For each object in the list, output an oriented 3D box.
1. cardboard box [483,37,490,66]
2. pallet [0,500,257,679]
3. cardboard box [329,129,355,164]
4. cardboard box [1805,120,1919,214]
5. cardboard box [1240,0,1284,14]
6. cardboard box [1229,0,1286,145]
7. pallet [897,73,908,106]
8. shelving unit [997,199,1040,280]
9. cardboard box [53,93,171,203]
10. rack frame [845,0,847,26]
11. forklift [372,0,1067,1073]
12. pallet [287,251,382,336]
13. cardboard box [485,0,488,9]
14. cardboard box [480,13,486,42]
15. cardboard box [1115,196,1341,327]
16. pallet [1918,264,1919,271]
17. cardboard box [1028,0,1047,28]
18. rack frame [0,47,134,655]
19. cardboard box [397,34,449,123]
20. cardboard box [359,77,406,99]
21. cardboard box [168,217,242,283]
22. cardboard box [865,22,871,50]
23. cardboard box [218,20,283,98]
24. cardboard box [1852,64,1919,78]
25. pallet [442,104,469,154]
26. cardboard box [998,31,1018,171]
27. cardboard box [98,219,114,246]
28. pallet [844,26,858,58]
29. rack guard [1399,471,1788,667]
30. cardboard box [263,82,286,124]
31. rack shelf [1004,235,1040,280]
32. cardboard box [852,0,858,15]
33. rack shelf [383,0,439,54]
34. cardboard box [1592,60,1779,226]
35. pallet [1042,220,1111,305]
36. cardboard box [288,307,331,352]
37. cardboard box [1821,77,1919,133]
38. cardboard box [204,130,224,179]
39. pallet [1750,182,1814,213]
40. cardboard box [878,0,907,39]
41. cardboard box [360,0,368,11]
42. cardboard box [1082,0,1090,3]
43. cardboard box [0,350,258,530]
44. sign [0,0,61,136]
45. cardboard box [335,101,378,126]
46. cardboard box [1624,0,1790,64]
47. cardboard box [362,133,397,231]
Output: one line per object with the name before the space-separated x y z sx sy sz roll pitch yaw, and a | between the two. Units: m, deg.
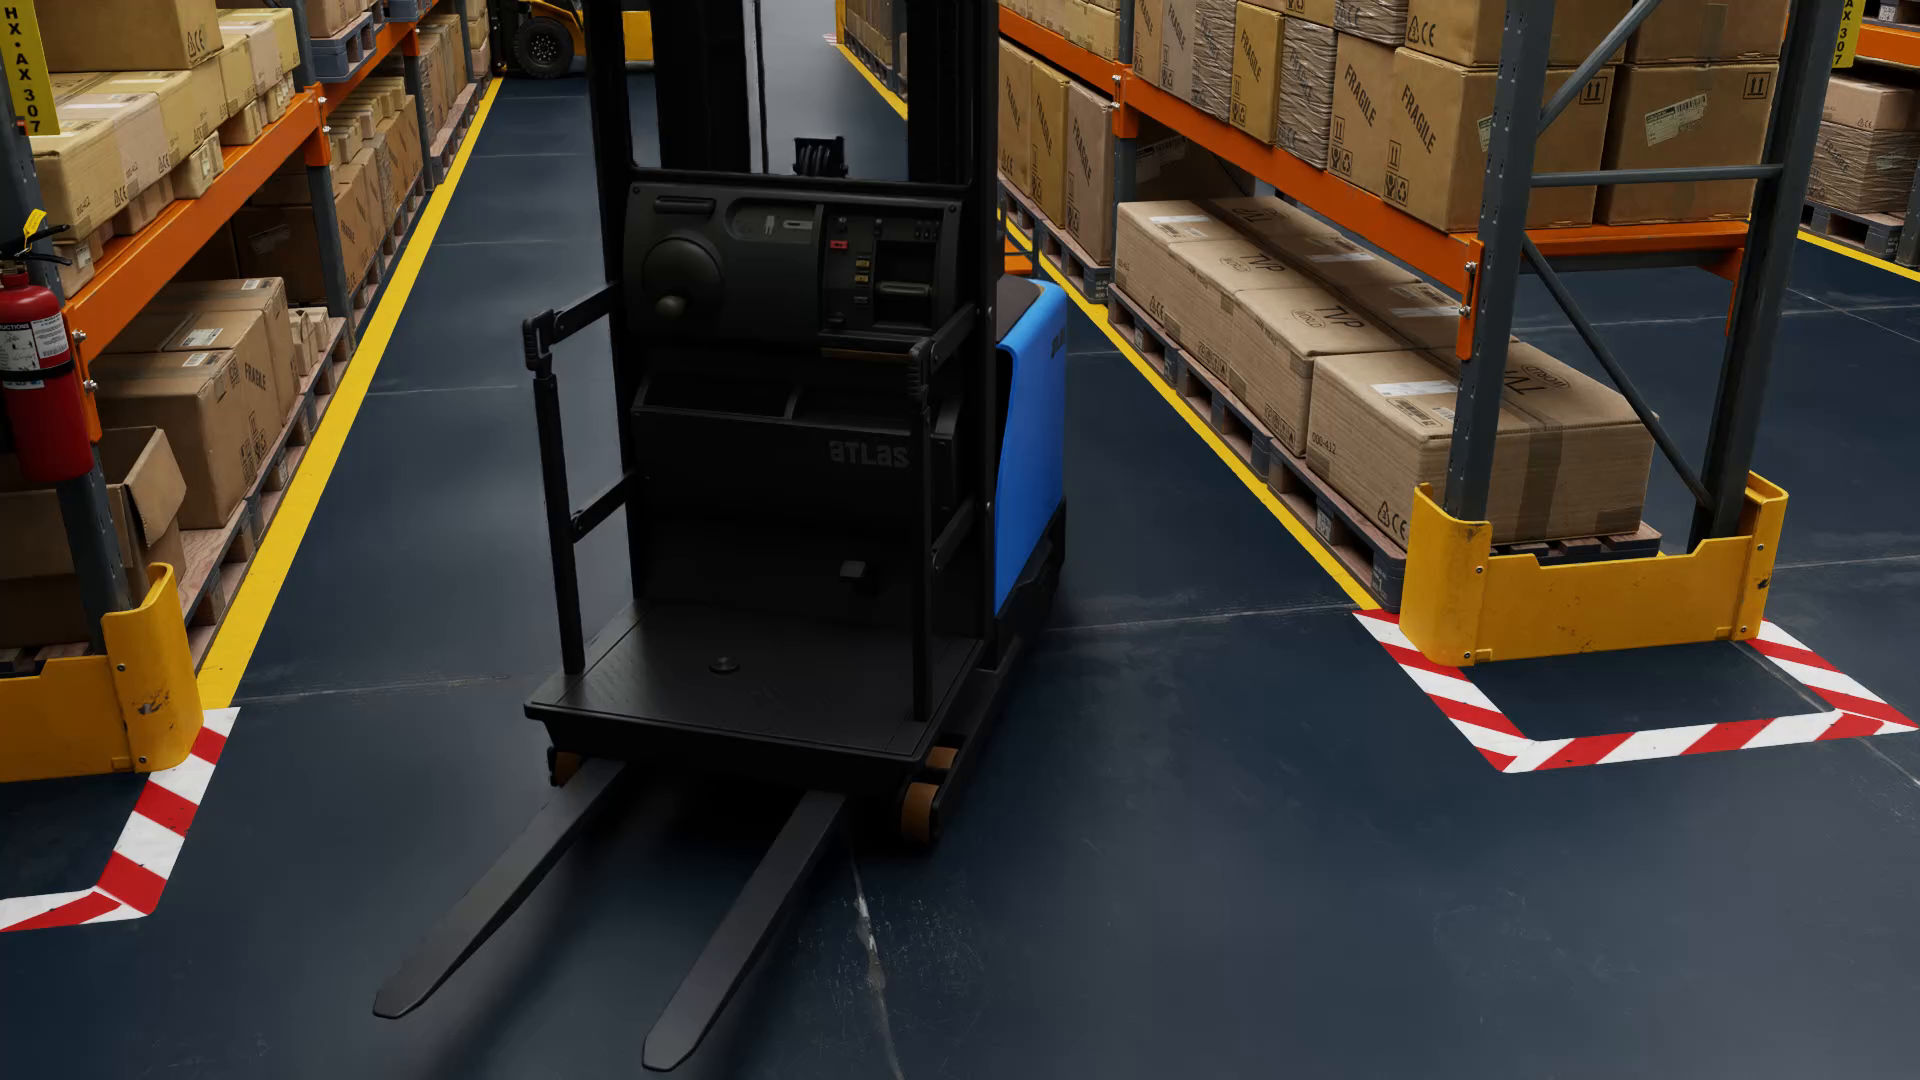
cardboard box | -4.908 -4.780 16.359 0.500 0.250 0.500 -5 24 -11
pallet | -2.978 0.220 5.483 1.003 0.211 1.213 -4 24 -10
cardboard box | -3.620 -2.204 9.337 0.380 0.149 0.250 -4 24 -10
cardboard box | 5.783 -2.382 10.555 0.500 0.500 0.500 -5 24 -11
cardboard box | 1.433 -2.356 6.522 0.500 0.500 0.500 -4 24 -10
cardboard box | 1.421 -1.902 6.732 0.500 0.500 0.500 -4 24 -8
pallet | -0.012 -4.219 15.647 1.003 0.211 1.213 -4 24 -10
shelving unit | 0.103 -0.601 6.127 0.258 1.200 0.503 -5 24 -11
cardboard box | -2.728 -1.179 5.017 0.500 0.250 0.500 -4 24 -9
rack frame | -0.897 -7.377 19.393 1.000 3.000 0.127 -4 24 -10
forklift | -0.505 -0.708 4.210 1.130 2.935 3.031 6 24 14
pallet | -3.743 -1.327 9.025 1.003 0.211 1.213 -4 24 -10
cardboard box | -5.004 -5.435 16.609 0.500 0.250 0.500 -3 24 -8
cardboard box | -4.916 -5.007 16.253 0.500 0.250 0.500 -4 24 -10
cardboard box | 1.332 -1.420 8.431 0.875 0.438 0.875 -5 24 -11
pallet | 6.327 -1.523 9.474 1.003 0.211 1.213 -4 24 -10
cardboard box | 0.724 -3.349 10.358 0.500 0.250 0.500 -4 24 -10
rack frame | -2.816 -0.715 4.138 1.000 3.000 0.127 -4 24 -10
cardboard box | -4.650 -3.733 13.492 0.875 0.625 0.625 -5 24 -12
cardboard box | -3.955 -3.030 11.228 0.380 0.149 0.250 -5 24 -12
cardboard box | -3.937 -1.506 8.549 0.500 0.500 0.500 -4 24 -10
cardboard box | -0.729 -5.358 17.680 0.500 0.250 0.500 -4 24 -9
cardboard box | -3.114 -1.977 6.845 0.500 0.250 0.500 -4 24 -10
cardboard box | 6.190 -2.973 10.971 0.500 0.250 0.500 -4 24 -8
pallet | -4.631 -3.389 13.746 1.003 0.211 1.213 -4 24 -10
cardboard box | 0.628 -3.171 11.893 0.875 0.875 0.875 -5 24 -10
cardboard box | -2.782 -0.947 4.983 0.380 0.149 0.250 -5 24 -10
pallet | -0.768 -5.747 19.145 1.003 0.211 1.213 -4 24 -10
rack guard | 2.066 0.072 5.462 1.175 0.500 0.348 -4 24 -10
cardboard box | -3.107 -1.865 7.086 0.380 0.149 0.250 -4 24 -8
rack shelf | 0.103 -0.961 5.970 0.258 0.148 0.480 -5 24 -11
cardboard box | -0.914 -6.100 18.444 0.500 0.500 0.500 -5 24 -12
rack shelf | -4.665 -4.318 13.289 1.077 0.370 4.000 -4 24 -10
cardboard box | 2.255 -1.339 5.444 0.500 0.500 0.500 -4 24 -10
pallet | 1.105 -1.677 9.826 1.003 0.211 1.213 -4 24 -10
cardboard box | -3.164 -0.977 7.775 0.380 0.149 0.250 -5 24 -11
cardboard box | 5.782 -2.728 10.409 0.500 0.250 0.500 -5 24 -11
cardboard box | -2.865 -1.362 5.934 0.380 0.149 0.250 -4 24 -9
pallet | 5.793 -2.572 11.875 1.003 0.211 1.213 -4 24 -10
cardboard box | -0.531 -5.292 16.594 0.500 0.500 0.500 -5 24 -10
cardboard box | -3.435 -2.994 9.000 0.396 0.266 0.258 -3 24 -7
cardboard box | 0.902 -3.169 9.320 0.500 0.250 0.500 -4 24 -8
cardboard box | -2.956 -0.348 5.898 0.700 0.500 0.500 -3 24 -8
sign | -2.283 -1.152 4.057 0.100 0.325 0.005 -4 24 -10
cardboard box | -3.818 -2.613 10.273 0.380 0.149 0.250 -5 24 -11
cardboard box | 2.253 -1.797 5.243 0.500 0.500 0.500 -5 24 -11
cardboard box | -3.710 -2.152 10.027 0.500 0.500 0.500 -5 24 -12
